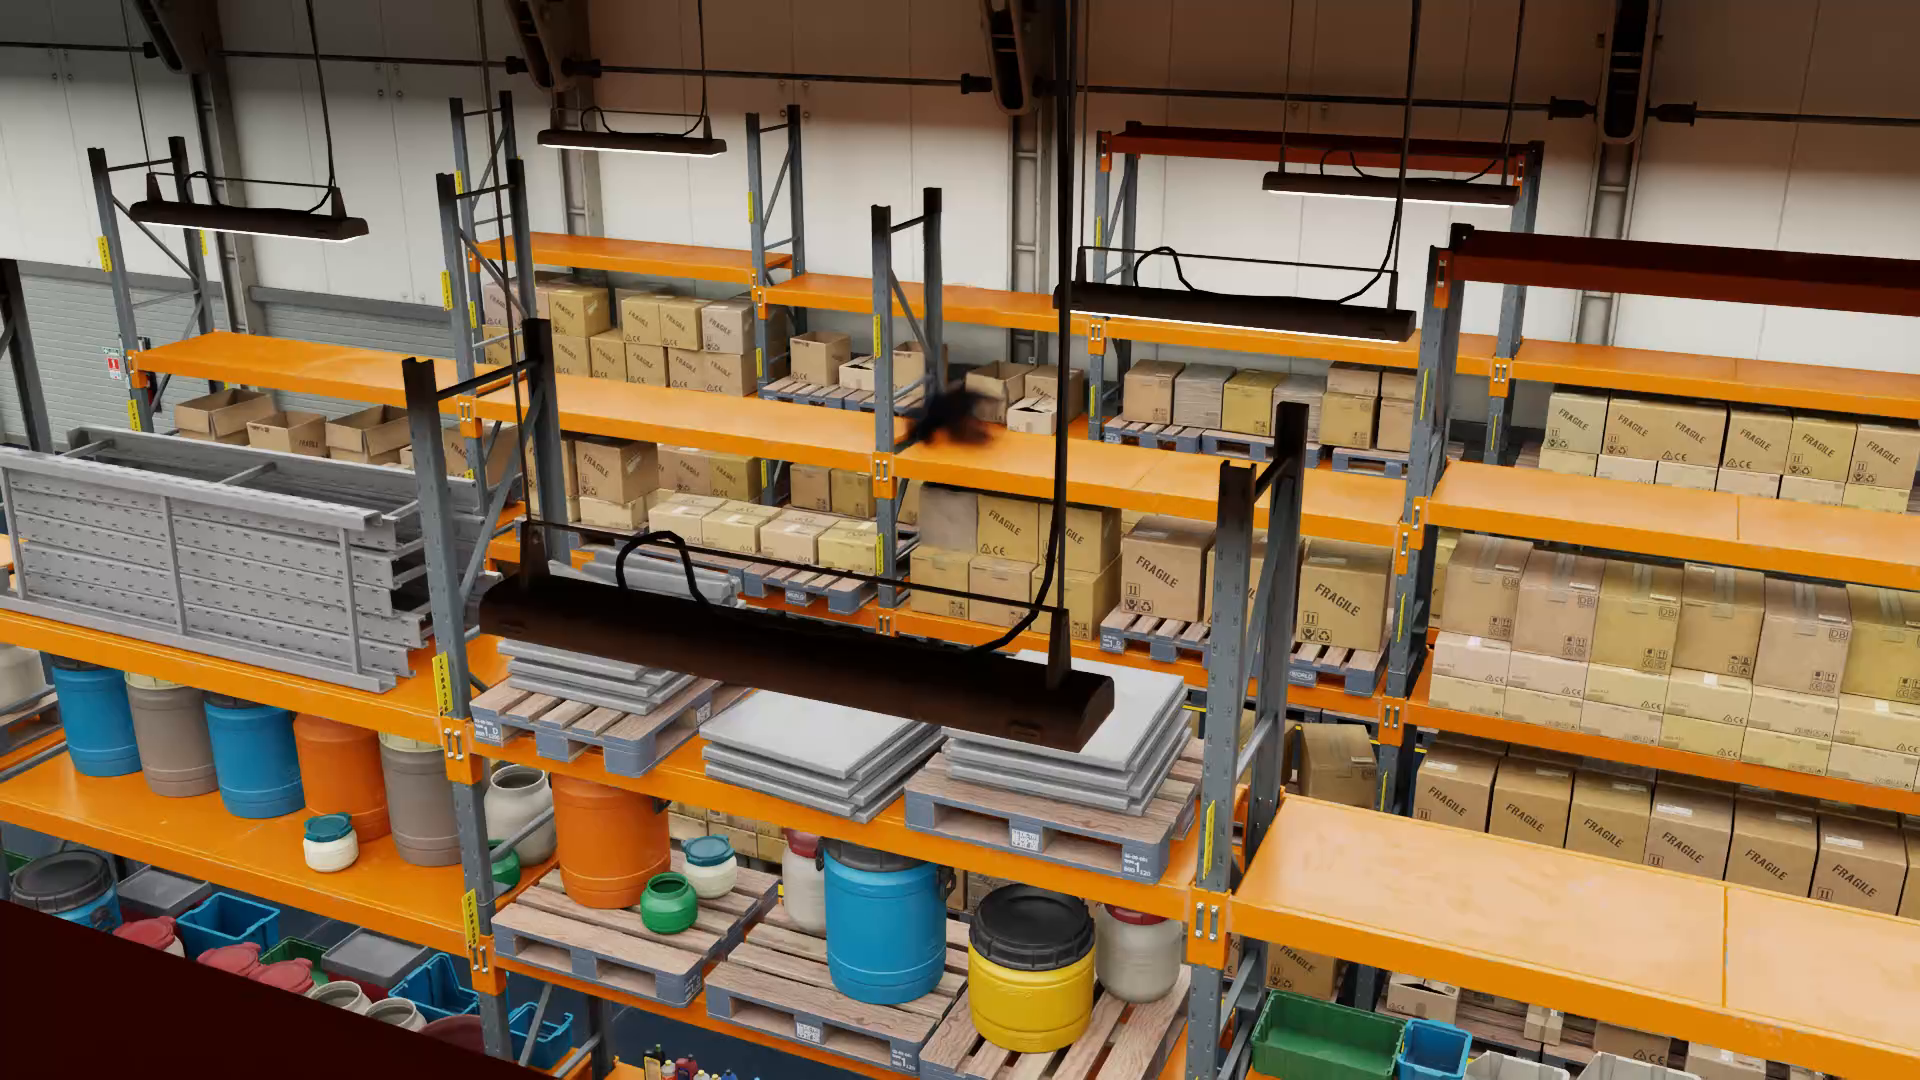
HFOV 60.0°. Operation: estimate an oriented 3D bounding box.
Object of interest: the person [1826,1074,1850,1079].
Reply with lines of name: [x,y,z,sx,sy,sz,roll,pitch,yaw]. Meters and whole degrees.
person: [5.344,3.855,10.115,0.734,1.713,0.578,5,21,13]
